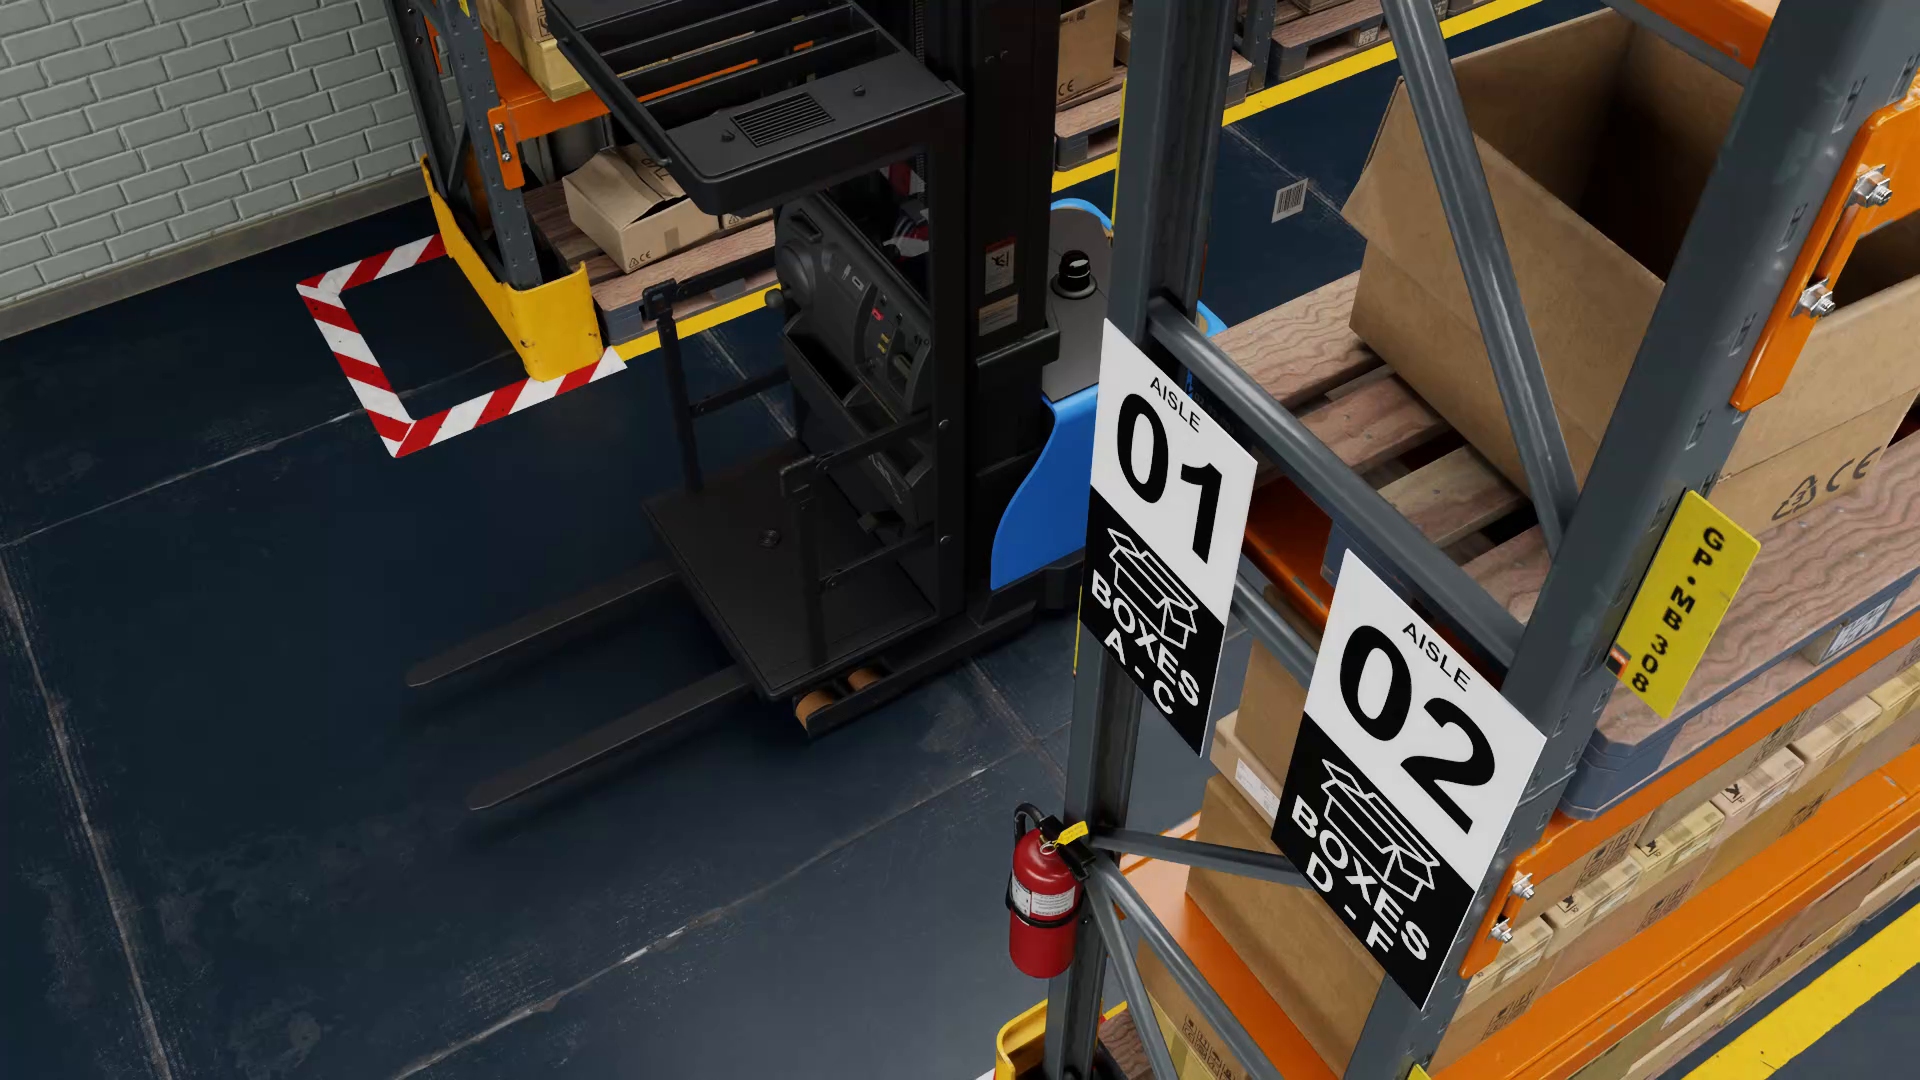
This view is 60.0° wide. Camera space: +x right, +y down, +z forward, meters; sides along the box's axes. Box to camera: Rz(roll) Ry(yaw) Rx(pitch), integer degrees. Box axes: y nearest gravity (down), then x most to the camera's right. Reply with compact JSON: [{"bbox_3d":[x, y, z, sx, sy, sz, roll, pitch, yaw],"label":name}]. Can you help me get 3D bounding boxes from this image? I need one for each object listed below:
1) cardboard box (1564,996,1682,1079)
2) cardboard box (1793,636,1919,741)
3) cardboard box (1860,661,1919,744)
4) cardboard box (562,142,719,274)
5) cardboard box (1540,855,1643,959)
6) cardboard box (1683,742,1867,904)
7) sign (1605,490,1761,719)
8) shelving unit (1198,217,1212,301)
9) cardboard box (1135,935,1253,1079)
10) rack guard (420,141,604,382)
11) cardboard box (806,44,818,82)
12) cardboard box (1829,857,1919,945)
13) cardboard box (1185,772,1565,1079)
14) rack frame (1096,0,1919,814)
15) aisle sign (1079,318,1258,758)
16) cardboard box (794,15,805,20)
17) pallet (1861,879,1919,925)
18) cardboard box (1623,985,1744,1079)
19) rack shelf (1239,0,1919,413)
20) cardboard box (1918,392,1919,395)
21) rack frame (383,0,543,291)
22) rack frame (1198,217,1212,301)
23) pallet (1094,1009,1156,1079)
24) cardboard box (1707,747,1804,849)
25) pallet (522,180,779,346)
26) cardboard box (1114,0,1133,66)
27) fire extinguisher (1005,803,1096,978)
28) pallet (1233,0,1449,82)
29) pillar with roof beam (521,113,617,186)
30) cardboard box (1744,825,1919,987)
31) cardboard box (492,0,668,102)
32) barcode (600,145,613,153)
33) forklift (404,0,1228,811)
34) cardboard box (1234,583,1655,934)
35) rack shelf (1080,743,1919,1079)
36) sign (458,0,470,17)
[{"bbox_3d":[1.551,1.296,4.590,0.500,0.500,0.500,-25,53,-21],"label":"cardboard box"},{"bbox_3d":[1.871,-0.034,3.781,0.500,0.500,0.700,-25,53,-21],"label":"cardboard box"},{"bbox_3d":[2.092,0.261,3.953,0.250,0.149,0.380,-26,53,-21],"label":"cardboard box"},{"bbox_3d":[-1.456,-1.554,7.576,0.500,0.311,0.500,-31,55,-25],"label":"cardboard box"},{"bbox_3d":[1.226,0.668,3.590,0.250,0.149,0.380,-27,53,-22],"label":"cardboard box"},{"bbox_3d":[1.824,0.427,4.240,0.500,0.500,0.700,-25,53,-21],"label":"cardboard box"},{"bbox_3d":[0.848,0.083,1.966,0.005,0.325,0.100,-25,53,-21],"label":"sign"},{"bbox_3d":[0.807,-0.877,6.773,0.252,1.050,0.215,-35,57,-27],"label":"shelving unit"},{"bbox_3d":[0.852,1.168,4.704,0.500,0.500,0.500,-25,53,-21],"label":"cardboard box"},{"bbox_3d":[-2.025,-1.282,7.502,0.348,0.500,1.175,-25,53,-21],"label":"rack guard"},{"bbox_3d":[-0.327,-2.105,7.940,0.500,0.500,0.700,-28,54,-23],"label":"cardboard box"},{"bbox_3d":[2.822,0.950,5.401,0.500,0.250,0.500,-25,53,-21],"label":"cardboard box"},{"bbox_3d":[0.959,0.833,3.878,0.500,0.500,0.700,-25,53,-21],"label":"cardboard box"},{"bbox_3d":[0.557,-0.951,1.516,0.127,3.000,1.000,-25,53,-21],"label":"rack frame"},{"bbox_3d":[0.345,0.020,2.928,0.004,0.787,0.394,-25,53,-21],"label":"aisle sign"},{"bbox_3d":[-0.641,-2.449,6.955,0.500,0.250,0.500,-26,53,-21],"label":"cardboard box"},{"bbox_3d":[3.245,0.668,5.959,1.213,0.211,1.003,-25,53,-21],"label":"pallet"},{"bbox_3d":[1.974,1.345,5.049,0.500,0.250,0.500,-25,53,-21],"label":"cardboard box"},{"bbox_3d":[2.249,-1.376,2.644,4.000,0.370,1.077,-25,53,-21],"label":"rack shelf"},{"bbox_3d":[1.646,-0.413,2.840,0.250,0.149,0.380,-25,53,-21],"label":"cardboard box"},{"bbox_3d":[-2.089,-2.083,6.542,0.127,3.000,1.000,-25,53,-21],"label":"rack frame"},{"bbox_3d":[0.896,-0.939,6.829,0.008,1.050,0.200,-35,57,-27],"label":"rack frame"},{"bbox_3d":[1.182,1.640,5.093,1.213,0.211,1.003,-25,53,-21],"label":"pallet"},{"bbox_3d":[1.652,0.470,3.766,0.250,0.149,0.380,-26,53,-21],"label":"cardboard box"},{"bbox_3d":[-1.319,-1.487,7.878,1.213,0.211,1.003,-25,53,-21],"label":"pallet"},{"bbox_3d":[0.857,-2.649,8.648,0.250,0.166,0.380,-32,56,-25],"label":"cardboard box"},{"bbox_3d":[0.209,0.824,4.005,0.183,0.674,0.296,-25,53,-21],"label":"fire extinguisher"},{"bbox_3d":[1.952,-3.061,9.280,1.213,0.211,1.003,-25,53,-21],"label":"pallet"},{"bbox_3d":[0.338,-2.184,2.615,0.400,9.000,9.100,-25,53,-21],"label":"pillar with roof beam"},{"bbox_3d":[2.400,0.901,4.943,0.500,0.500,0.500,-25,53,-21],"label":"cardboard box"},{"bbox_3d":[-1.507,-2.034,6.585,0.500,0.250,0.500,-27,54,-22],"label":"cardboard box"},{"bbox_3d":[-1.654,-1.817,7.804,0.075,0.075,0.001,-25,53,-21],"label":"barcode"},{"bbox_3d":[-0.535,-0.726,5.379,3.031,2.935,1.130,-25,53,-21],"label":"forklift"},{"bbox_3d":[1.004,0.381,3.412,0.500,0.500,0.700,-25,53,-21],"label":"cardboard box"},{"bbox_3d":[2.249,0.487,4.735,4.000,0.370,1.077,-25,53,-21],"label":"rack shelf"},{"bbox_3d":[-1.799,-2.028,5.913,0.005,0.325,0.100,-25,53,-21],"label":"sign"}]
